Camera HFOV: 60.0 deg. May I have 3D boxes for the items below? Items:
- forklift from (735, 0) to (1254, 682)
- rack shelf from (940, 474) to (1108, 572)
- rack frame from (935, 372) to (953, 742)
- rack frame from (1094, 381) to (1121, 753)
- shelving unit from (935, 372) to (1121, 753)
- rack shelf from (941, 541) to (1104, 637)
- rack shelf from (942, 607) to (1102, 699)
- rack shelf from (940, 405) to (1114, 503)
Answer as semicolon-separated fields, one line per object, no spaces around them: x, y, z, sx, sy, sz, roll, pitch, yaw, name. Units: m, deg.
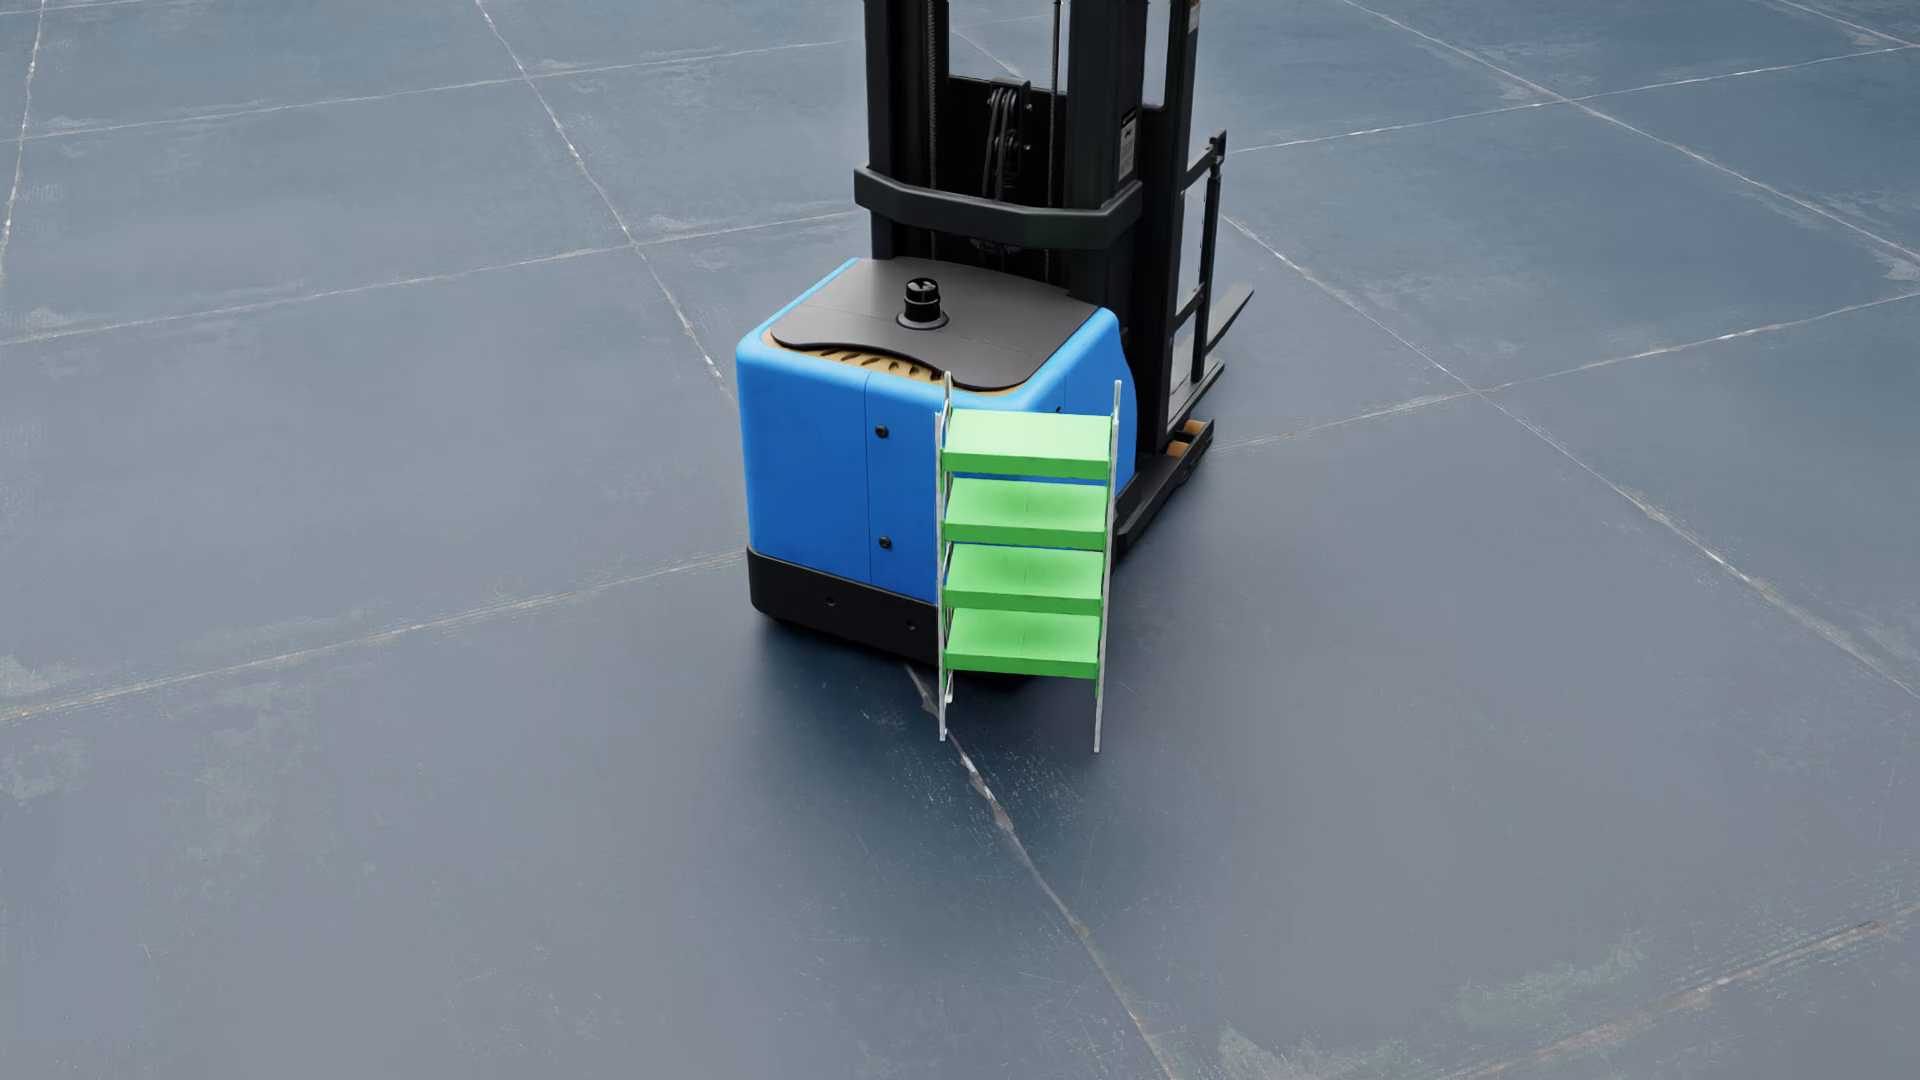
0.377;-1.552;5.948;1.130;2.935;3.031;15;36;22;forklift
0.196;-0.052;4.899;0.480;0.148;0.258;3;35;5;rack shelf
-0.046;0.078;5.022;0.015;1.200;0.240;3;35;5;rack frame
0.439;0.107;4.977;0.015;1.200;0.240;3;35;5;rack frame
0.197;0.092;5.000;0.503;1.200;0.258;3;35;5;shelving unit
0.197;0.145;5.036;0.480;0.148;0.258;3;35;5;rack shelf
0.198;0.342;5.174;0.480;0.148;0.258;3;35;5;rack shelf
0.195;-0.249;4.762;0.480;0.148;0.258;3;35;5;rack shelf
